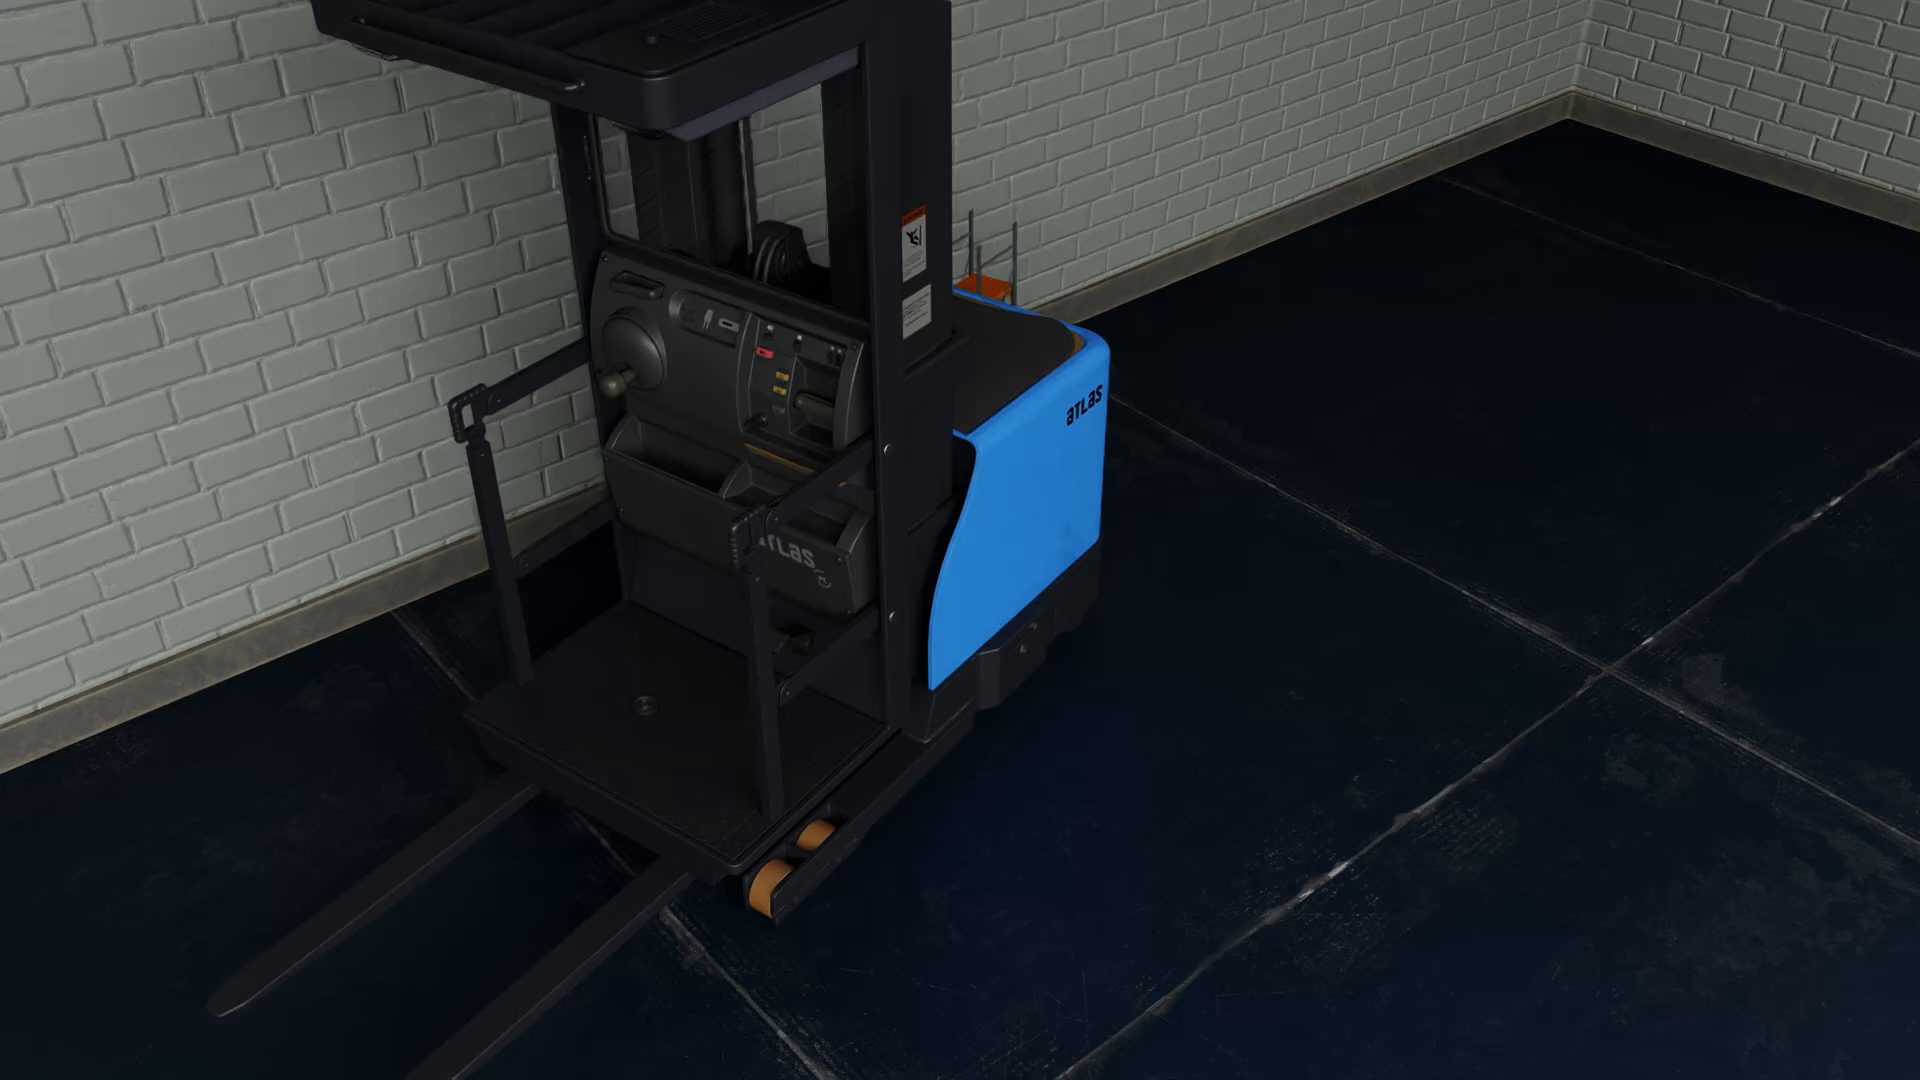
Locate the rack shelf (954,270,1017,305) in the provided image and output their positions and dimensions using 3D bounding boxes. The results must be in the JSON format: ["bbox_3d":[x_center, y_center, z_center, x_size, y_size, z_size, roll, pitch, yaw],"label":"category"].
[{"bbox_3d":[0.054,-0.835,5.843,0.180,0.103,0.258,21,41,28],"label":"rack shelf"}]

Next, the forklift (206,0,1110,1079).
[{"bbox_3d":[-0.763,-0.439,4.334,1.130,2.935,3.031,22,41,28],"label":"forklift"}]

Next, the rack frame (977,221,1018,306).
[{"bbox_3d":[0.131,-0.547,5.982,0.006,1.200,0.240,21,41,28],"label":"rack frame"}]

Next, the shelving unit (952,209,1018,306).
[{"bbox_3d":[0.055,-0.576,6.025,0.189,1.200,0.258,21,41,28],"label":"shelving unit"}]

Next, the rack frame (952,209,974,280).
[{"bbox_3d":[-0.020,-0.606,6.067,0.006,1.200,0.240,21,41,28],"label":"rack frame"}]
